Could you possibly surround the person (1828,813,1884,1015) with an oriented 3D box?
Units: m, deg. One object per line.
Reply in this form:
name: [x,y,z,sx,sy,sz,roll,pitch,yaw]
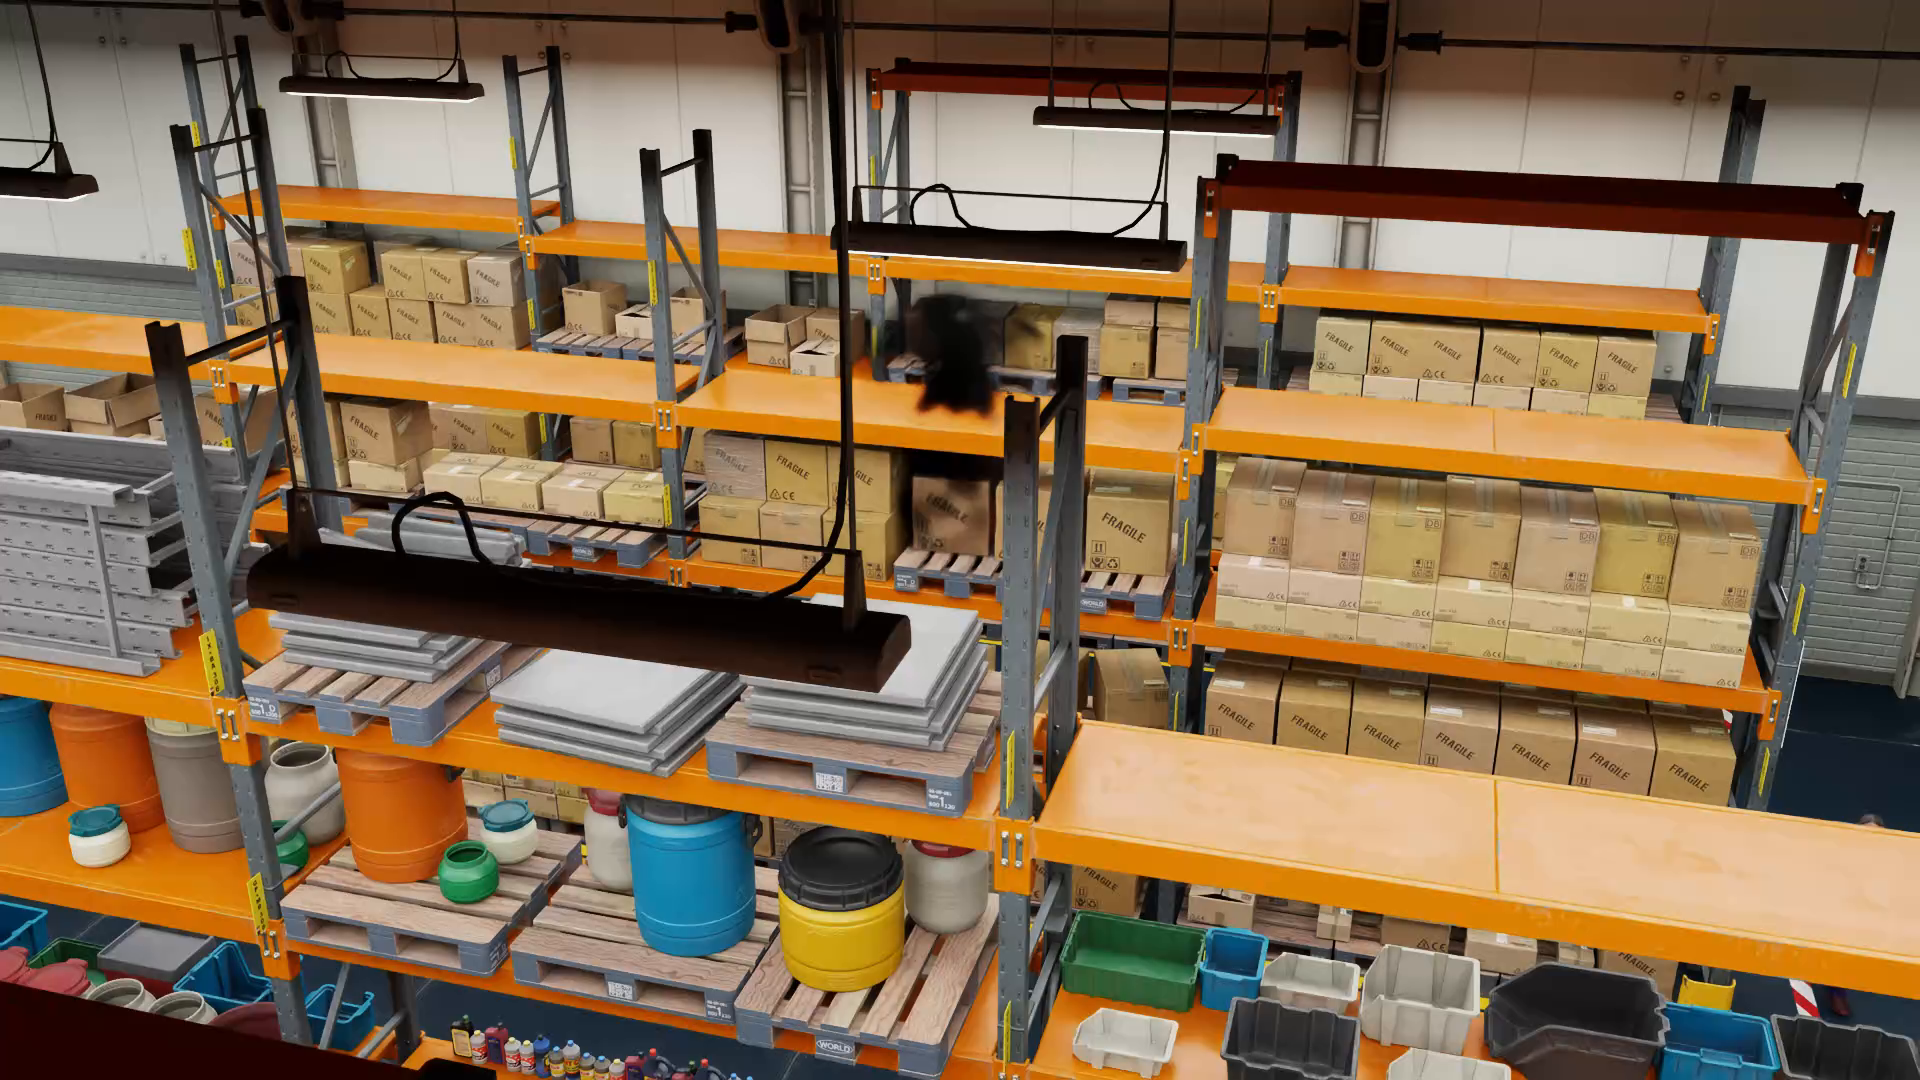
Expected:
person: [6.576,2.680,12.234,0.609,1.594,0.708,8,24,18]
